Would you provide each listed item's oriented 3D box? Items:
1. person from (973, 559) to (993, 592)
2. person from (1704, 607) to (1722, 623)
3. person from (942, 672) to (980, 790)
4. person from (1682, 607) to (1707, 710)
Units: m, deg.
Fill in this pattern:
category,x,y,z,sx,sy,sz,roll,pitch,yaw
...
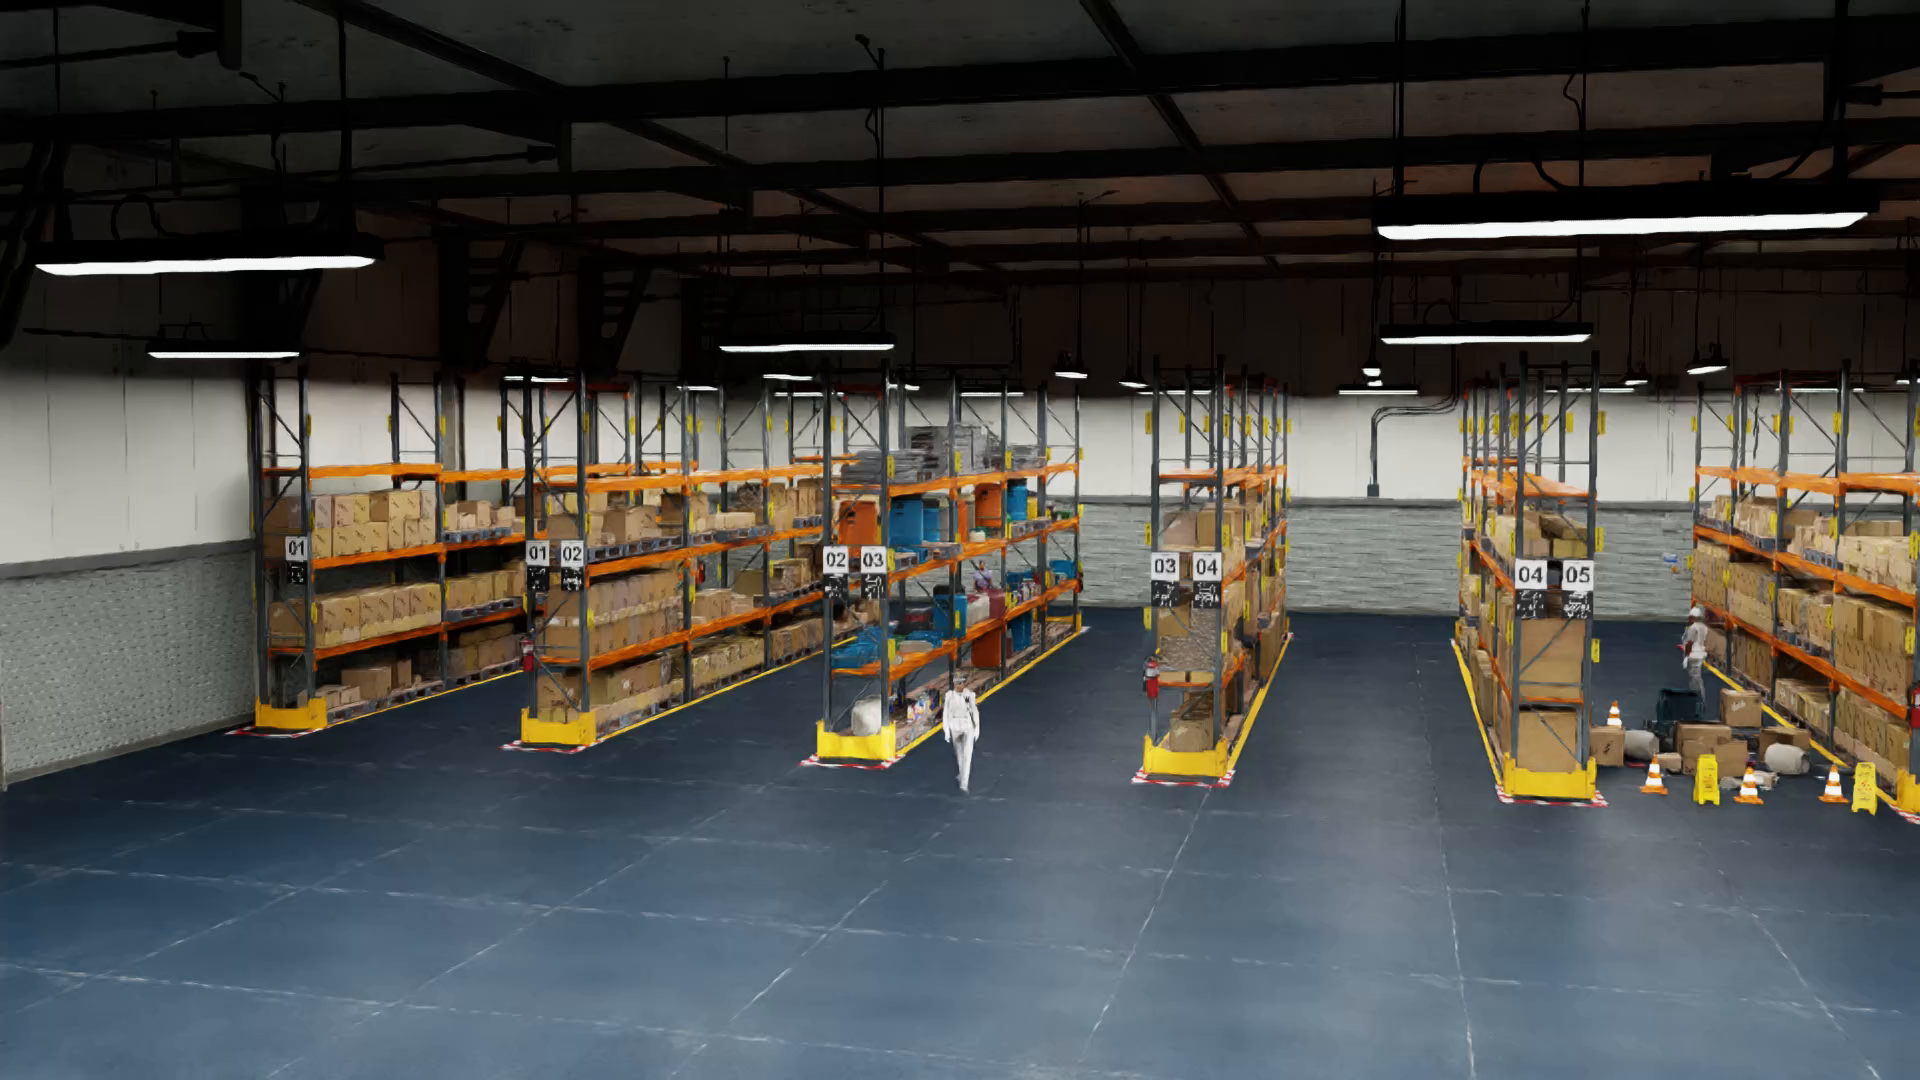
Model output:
category,x,y,z,sx,sy,sz,roll,pitch,yaw
person,0.577,1.271,42.563,0.479,1.567,1.090,1,4,16
person,17.238,1.565,37.924,0.543,1.664,0.565,-1,4,-14
person,-0.002,2.597,22.999,0.499,1.587,1.074,1,4,13
person,12.932,2.072,29.372,0.590,1.783,0.669,3,5,39
